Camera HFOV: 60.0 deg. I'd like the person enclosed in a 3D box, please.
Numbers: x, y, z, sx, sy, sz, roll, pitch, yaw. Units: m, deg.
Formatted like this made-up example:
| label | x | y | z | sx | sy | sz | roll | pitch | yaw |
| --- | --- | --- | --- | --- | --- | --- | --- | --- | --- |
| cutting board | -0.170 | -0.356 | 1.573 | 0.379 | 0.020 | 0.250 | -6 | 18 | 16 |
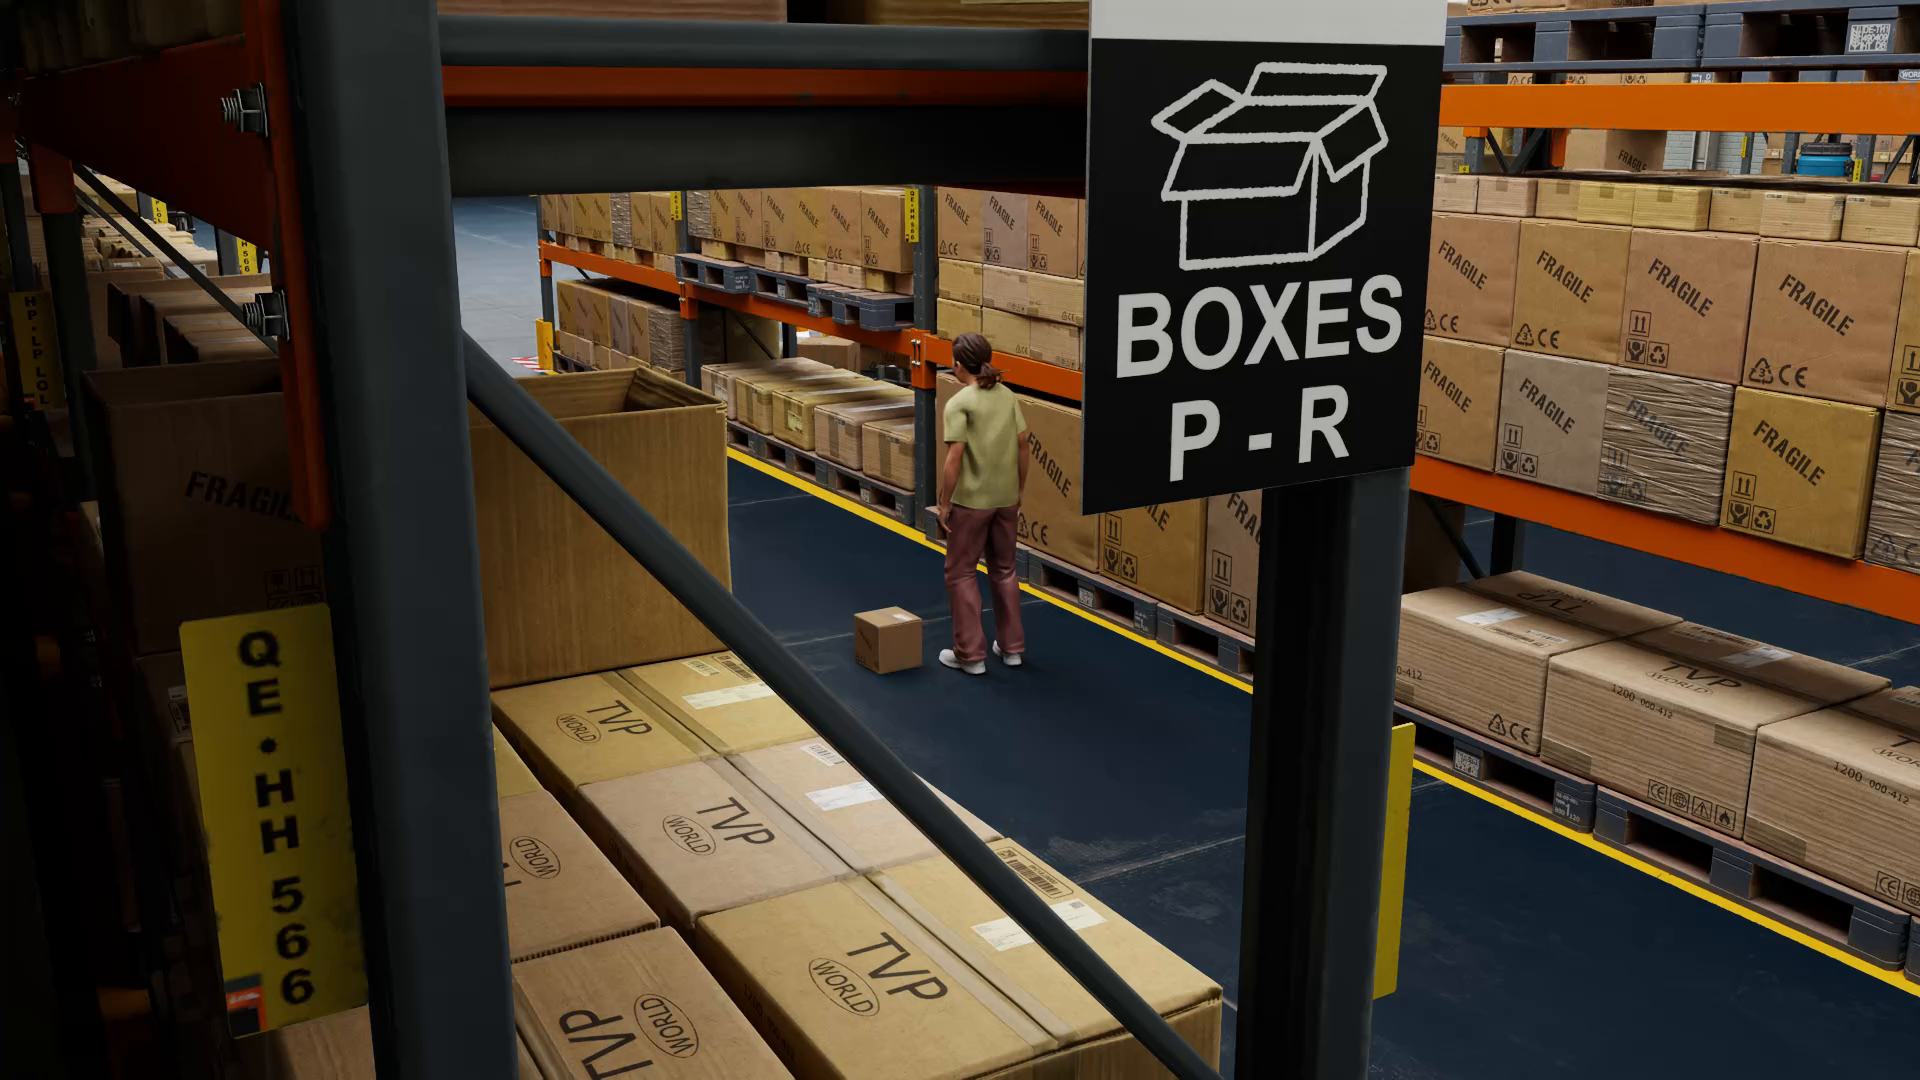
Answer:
| label | x | y | z | sx | sy | sz | roll | pitch | yaw |
| --- | --- | --- | --- | --- | --- | --- | --- | --- | --- |
| person | 0.103 | -0.179 | 8.121 | 0.512 | 1.671 | 0.358 | -10 | 18 | -33 |
